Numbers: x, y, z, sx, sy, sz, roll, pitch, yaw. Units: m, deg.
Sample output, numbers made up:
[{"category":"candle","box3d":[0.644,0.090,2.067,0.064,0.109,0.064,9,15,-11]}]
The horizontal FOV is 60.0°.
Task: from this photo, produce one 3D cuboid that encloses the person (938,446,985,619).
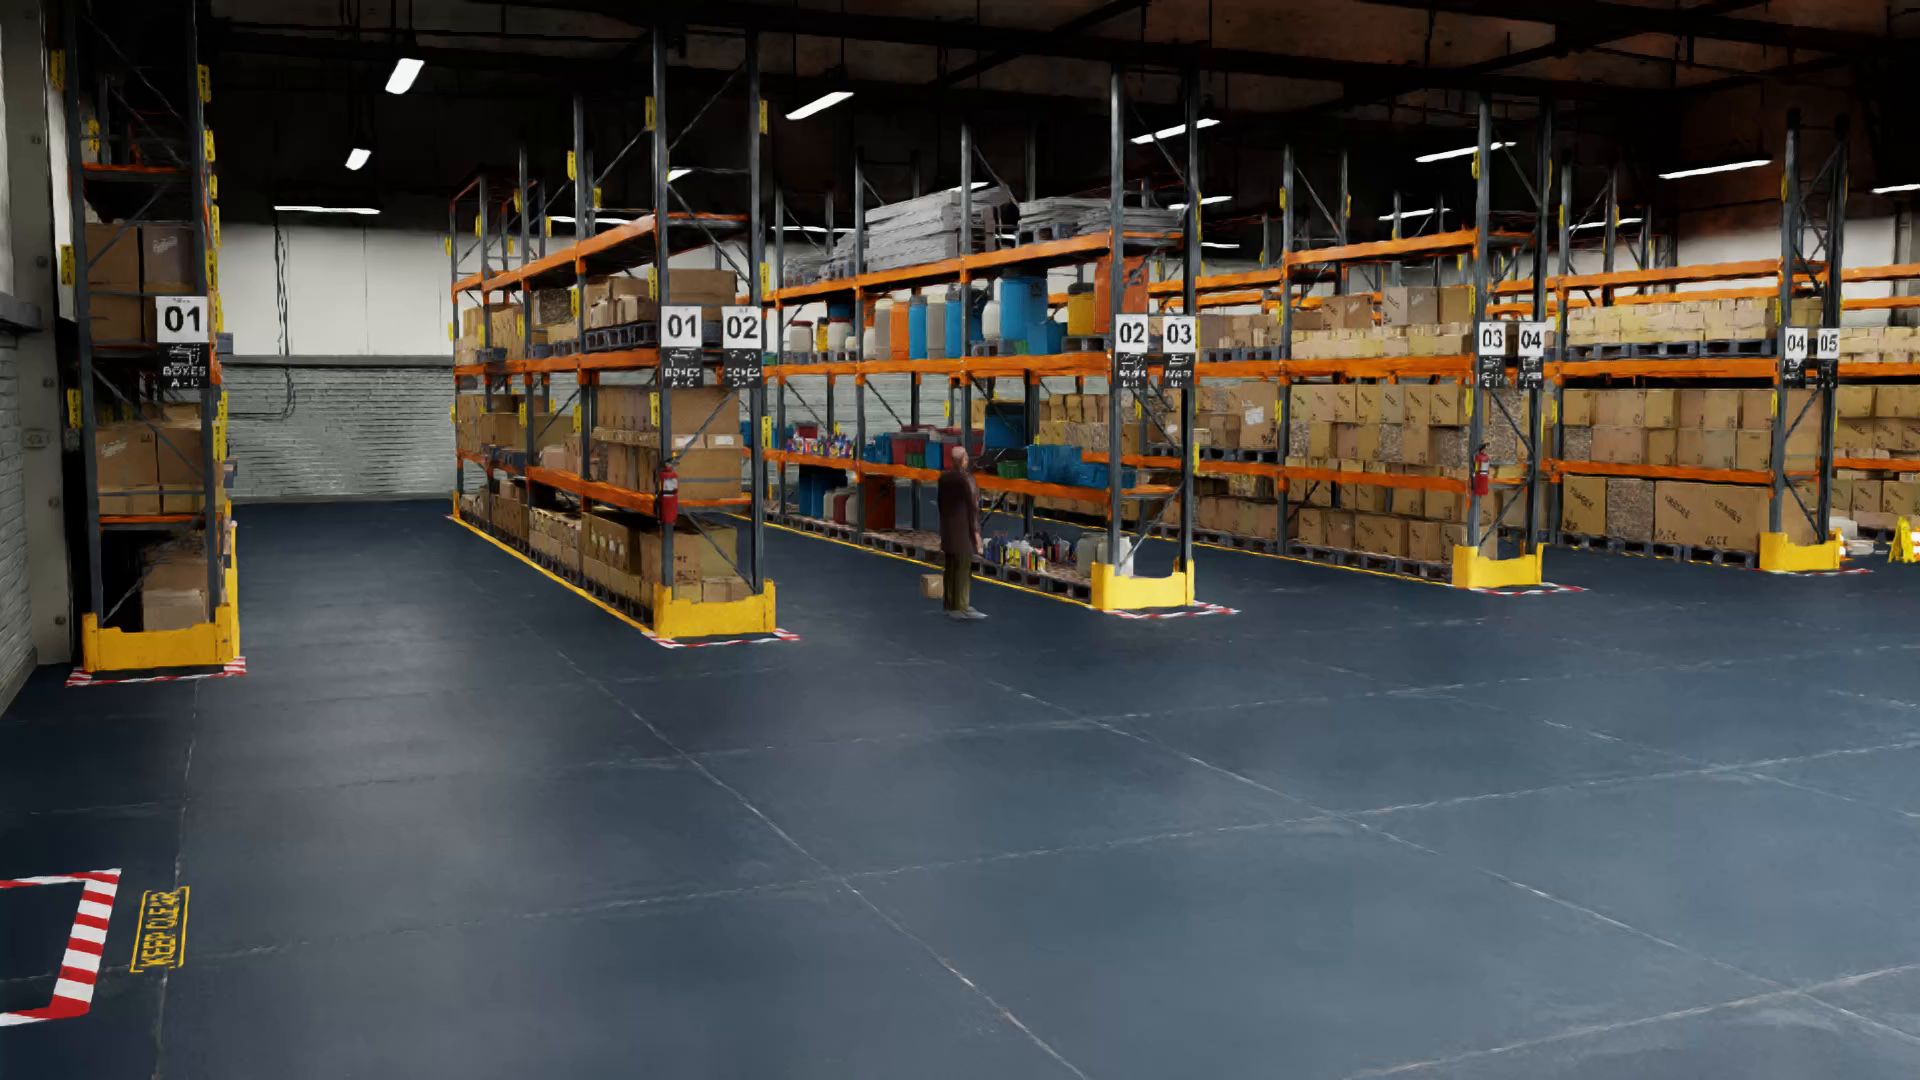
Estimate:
[{"category":"person","box3d":[0.026,-0.090,17.348,0.421,1.791,0.659,-4,6,-35]}]
